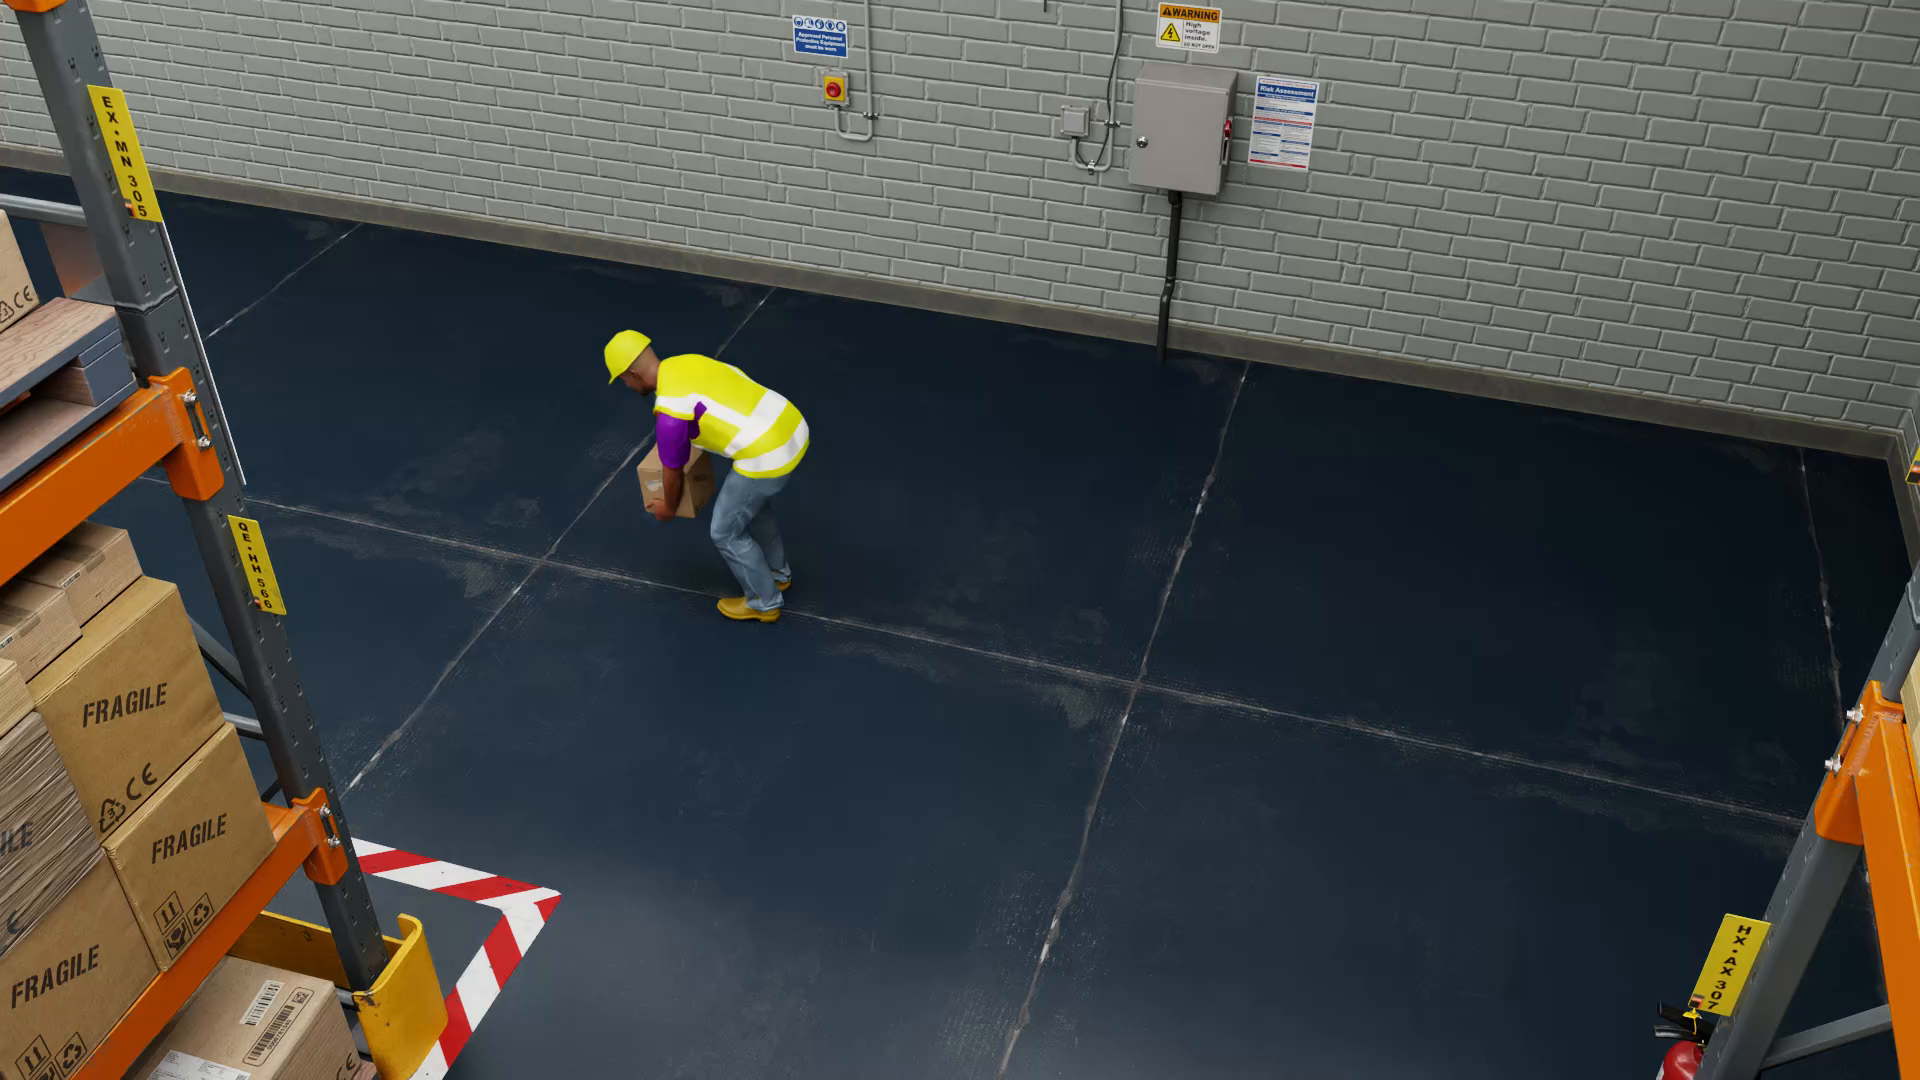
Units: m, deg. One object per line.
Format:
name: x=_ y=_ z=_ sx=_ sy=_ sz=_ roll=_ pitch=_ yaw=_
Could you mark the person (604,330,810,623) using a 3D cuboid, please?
person: x=-1.133 y=-0.302 z=7.597 sx=0.898 sy=1.376 sz=0.490 roll=9 pitch=38 yaw=12
